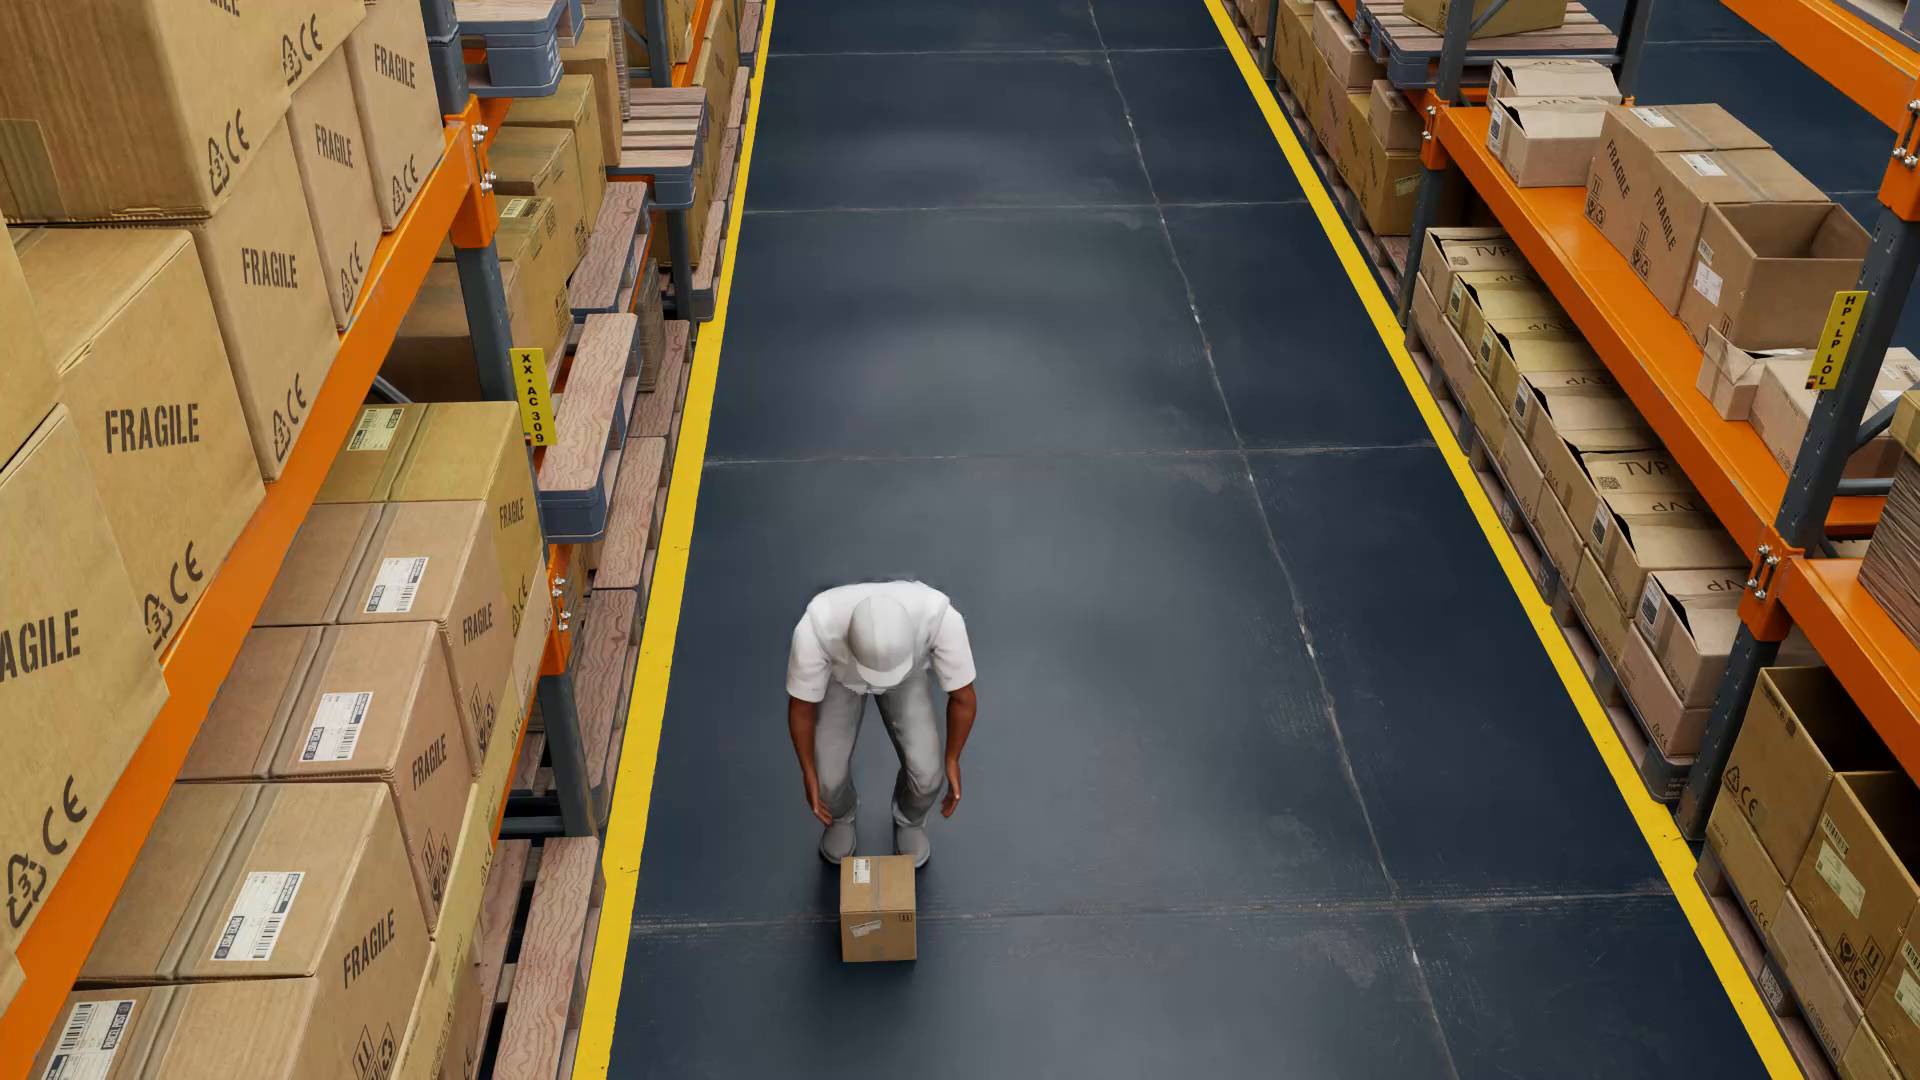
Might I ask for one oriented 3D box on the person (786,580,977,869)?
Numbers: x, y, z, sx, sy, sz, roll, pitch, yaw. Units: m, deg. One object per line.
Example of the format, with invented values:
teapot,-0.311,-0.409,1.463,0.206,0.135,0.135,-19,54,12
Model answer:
person,-0.263,0.575,5.674,0.631,1.343,0.792,-1,35,-2
